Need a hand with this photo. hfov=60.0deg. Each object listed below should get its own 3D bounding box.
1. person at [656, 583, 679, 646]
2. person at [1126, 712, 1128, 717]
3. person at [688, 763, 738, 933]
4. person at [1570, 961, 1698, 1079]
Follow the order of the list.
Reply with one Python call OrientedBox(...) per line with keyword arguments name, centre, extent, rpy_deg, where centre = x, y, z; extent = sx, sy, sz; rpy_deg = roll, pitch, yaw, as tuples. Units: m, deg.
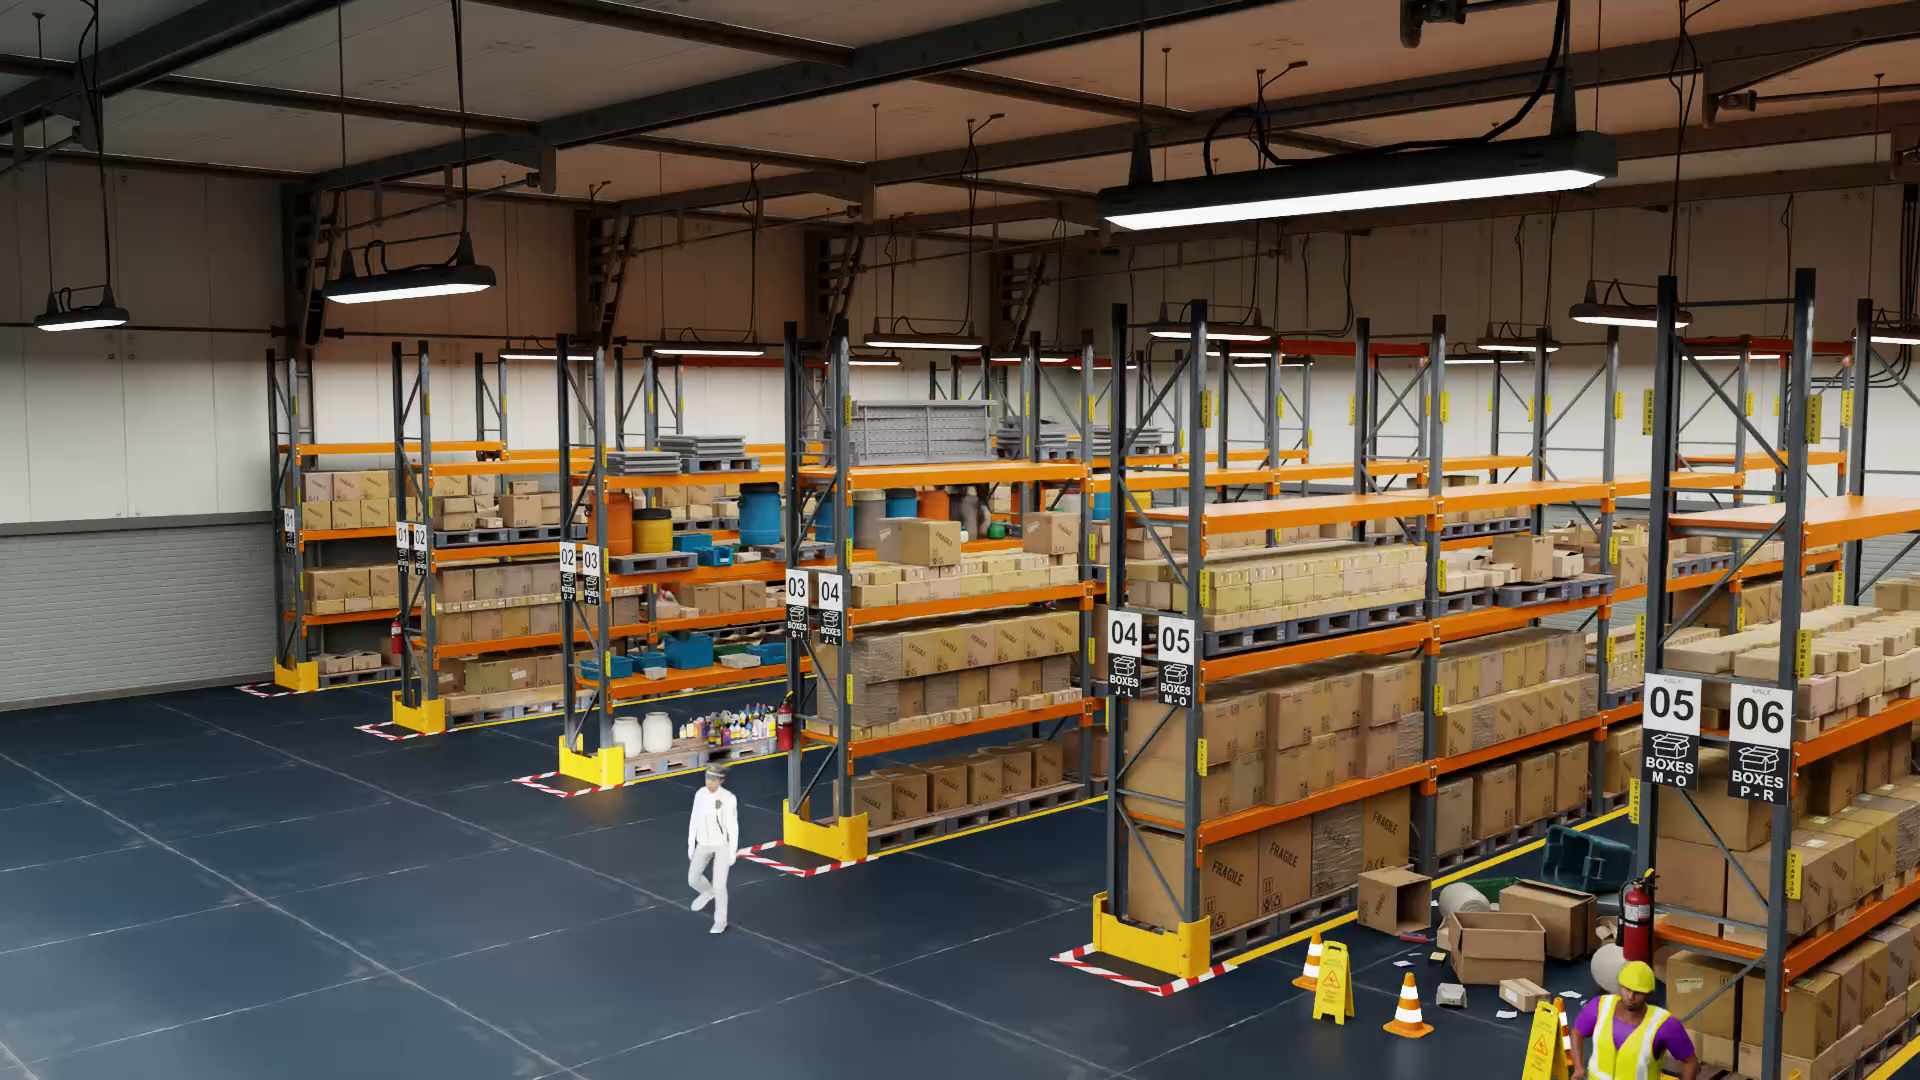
OrientedBox(name="person", centre=(-5.676, 1.577, 31.881), extent=(0.661, 1.735, 0.812), rpy_deg=(0, 5, 0))
OrientedBox(name="person", centre=(2.585, 1.880, 25.003), extent=(0.774, 1.689, 0.666), rpy_deg=(-3, 6, -31))
OrientedBox(name="person", centre=(-2.406, 2.945, 16.197), extent=(0.659, 1.639, 0.578), rpy_deg=(2, 5, 22))
OrientedBox(name="person", centre=(4.011, 3.387, 10.049), extent=(0.741, 1.743, 0.992), rpy_deg=(4, 7, 42))
